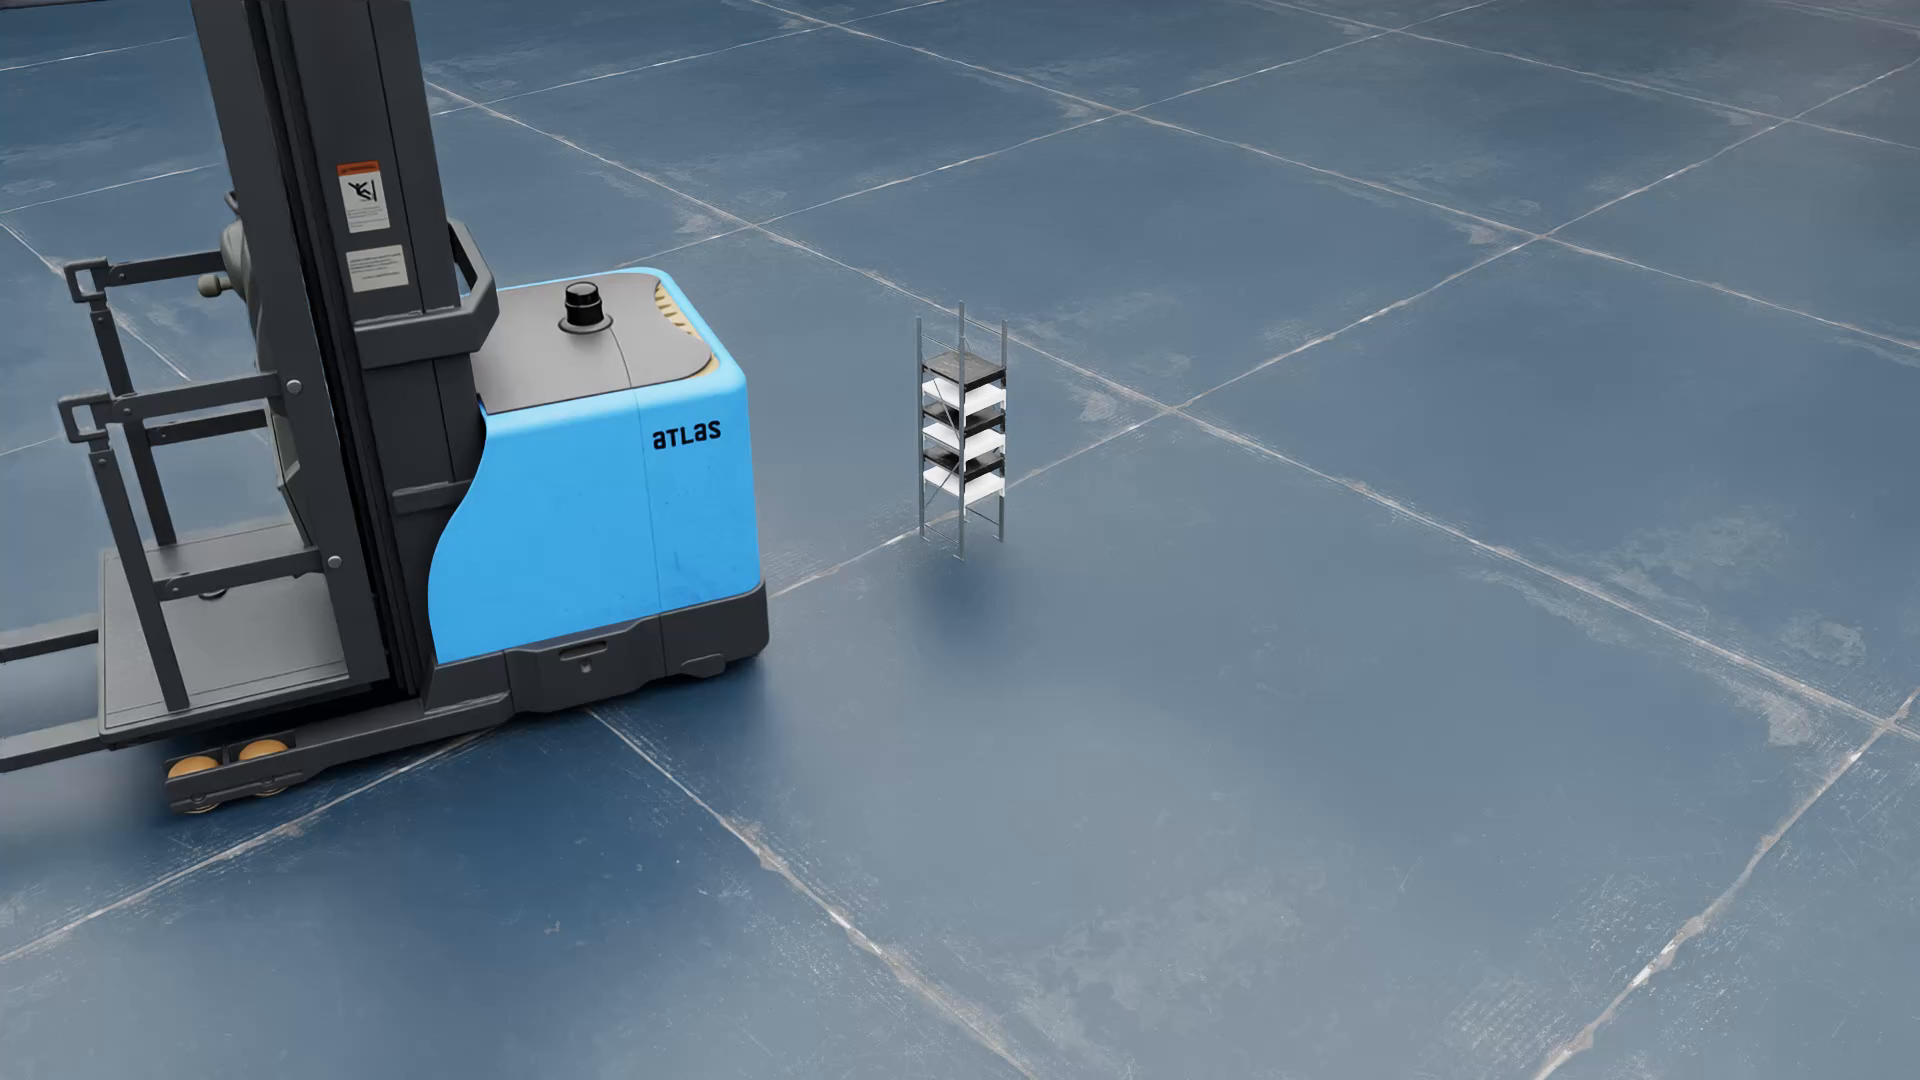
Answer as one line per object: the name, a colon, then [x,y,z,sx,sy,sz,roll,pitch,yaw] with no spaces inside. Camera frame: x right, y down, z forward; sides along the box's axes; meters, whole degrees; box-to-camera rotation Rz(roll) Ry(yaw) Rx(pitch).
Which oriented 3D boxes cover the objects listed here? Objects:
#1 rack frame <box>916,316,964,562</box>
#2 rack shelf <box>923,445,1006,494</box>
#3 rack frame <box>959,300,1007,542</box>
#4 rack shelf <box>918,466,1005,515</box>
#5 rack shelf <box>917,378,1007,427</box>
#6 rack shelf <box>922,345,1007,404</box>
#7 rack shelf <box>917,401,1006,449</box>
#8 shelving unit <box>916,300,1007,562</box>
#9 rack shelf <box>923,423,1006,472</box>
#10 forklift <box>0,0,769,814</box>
rack frame: [-0.069,-0.351,5.961,0.006,0.900,0.240,-26,40,-35]
rack shelf: [0.006,-0.282,6.084,0.200,0.077,0.258,-26,40,-35]
rack frame: [0.081,-0.423,6.079,0.006,0.900,0.240,-26,40,-35]
rack shelf: [0.006,-0.205,6.131,0.200,0.077,0.258,-26,40,-35]
rack shelf: [0.006,-0.512,5.943,0.200,0.077,0.258,-26,40,-35]
rack shelf: [0.006,-0.589,5.896,0.200,0.077,0.258,-26,40,-35]
rack shelf: [0.006,-0.435,5.990,0.200,0.077,0.258,-26,40,-35]
shelving unit: [0.006,-0.387,6.020,0.210,0.900,0.258,-26,40,-35]
rack shelf: [0.006,-0.358,6.037,0.200,0.077,0.258,-26,40,-35]
forklift: [-2.201,-0.755,4.676,3.031,2.935,1.130,-13,34,-20]
